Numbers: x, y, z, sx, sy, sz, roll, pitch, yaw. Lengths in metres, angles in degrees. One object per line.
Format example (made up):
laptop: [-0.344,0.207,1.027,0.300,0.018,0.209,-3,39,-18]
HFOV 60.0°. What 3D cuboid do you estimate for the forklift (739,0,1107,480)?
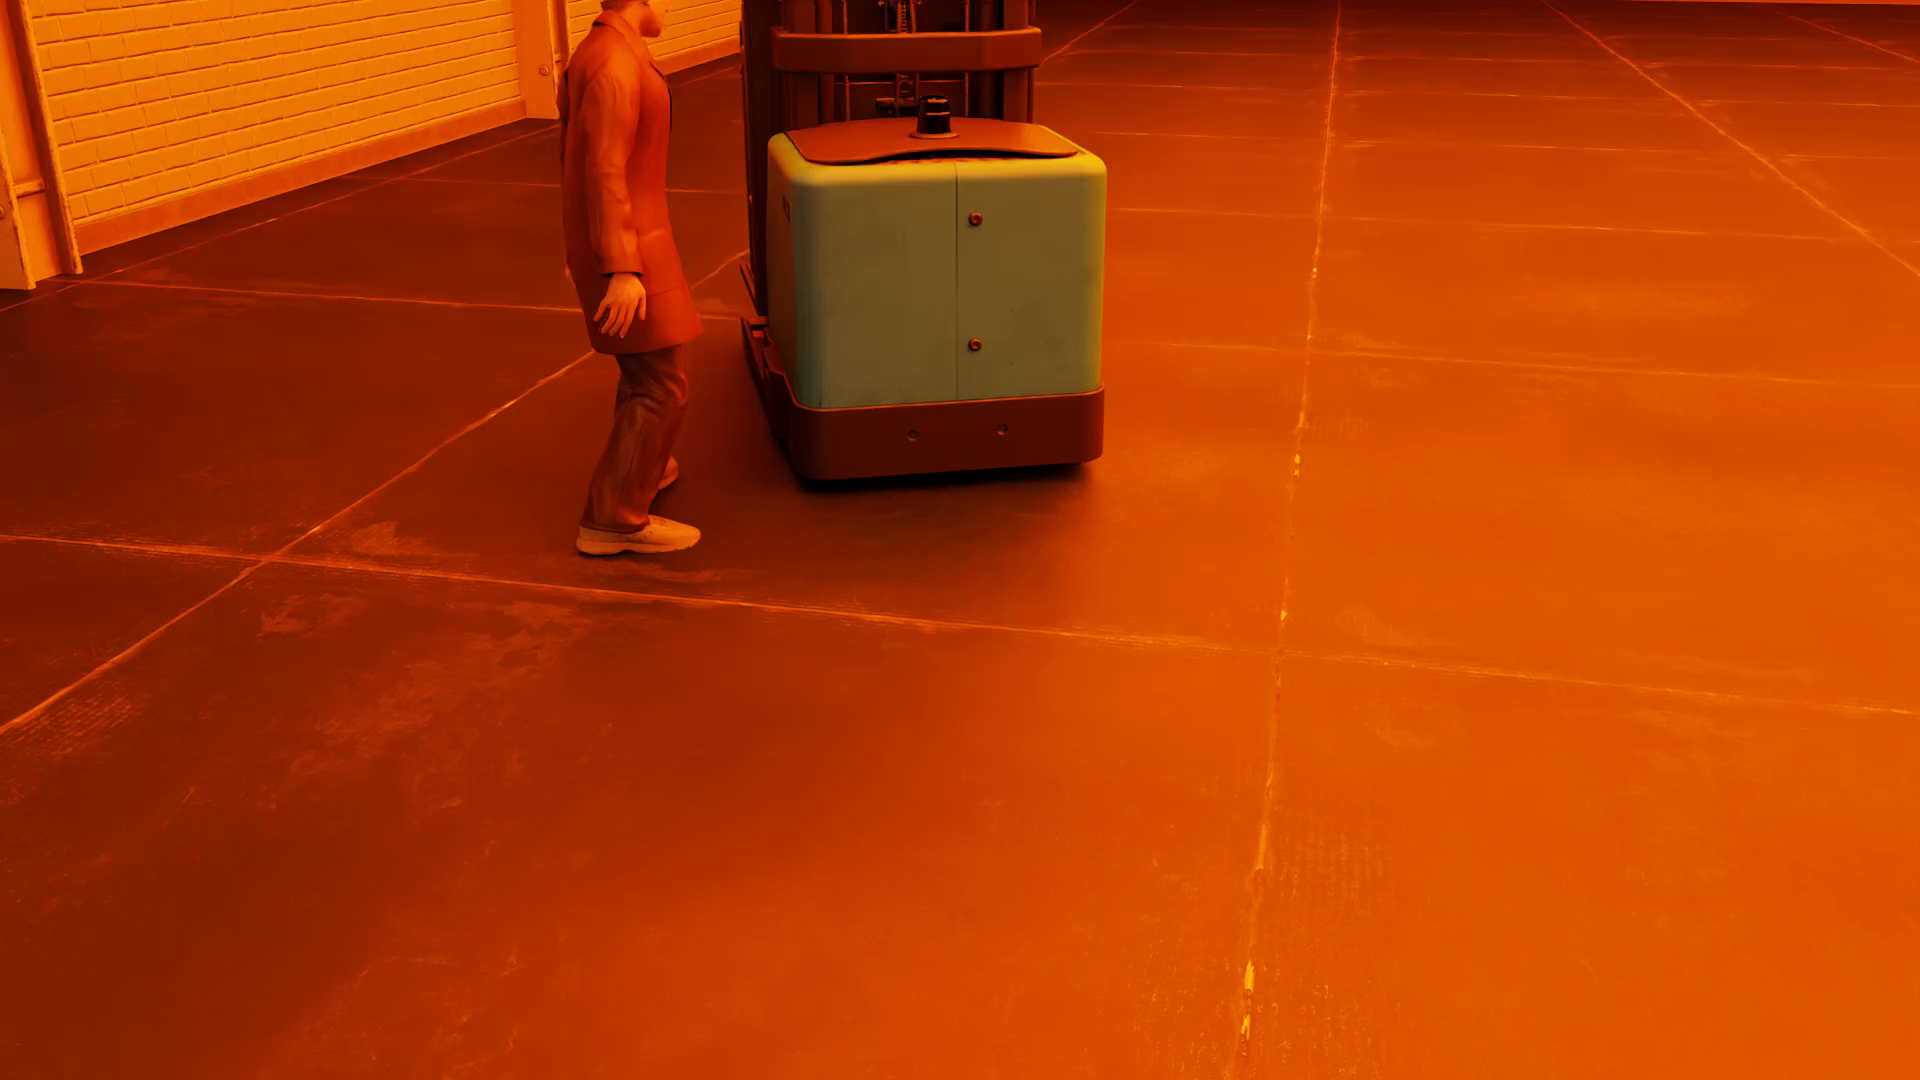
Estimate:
forklift: [-0.313,-2.078,6.363,1.130,2.935,3.031,-4,23,-11]

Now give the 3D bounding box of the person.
person: [-0.999,-0.835,4.908,0.451,1.749,0.917,-8,24,-19]
